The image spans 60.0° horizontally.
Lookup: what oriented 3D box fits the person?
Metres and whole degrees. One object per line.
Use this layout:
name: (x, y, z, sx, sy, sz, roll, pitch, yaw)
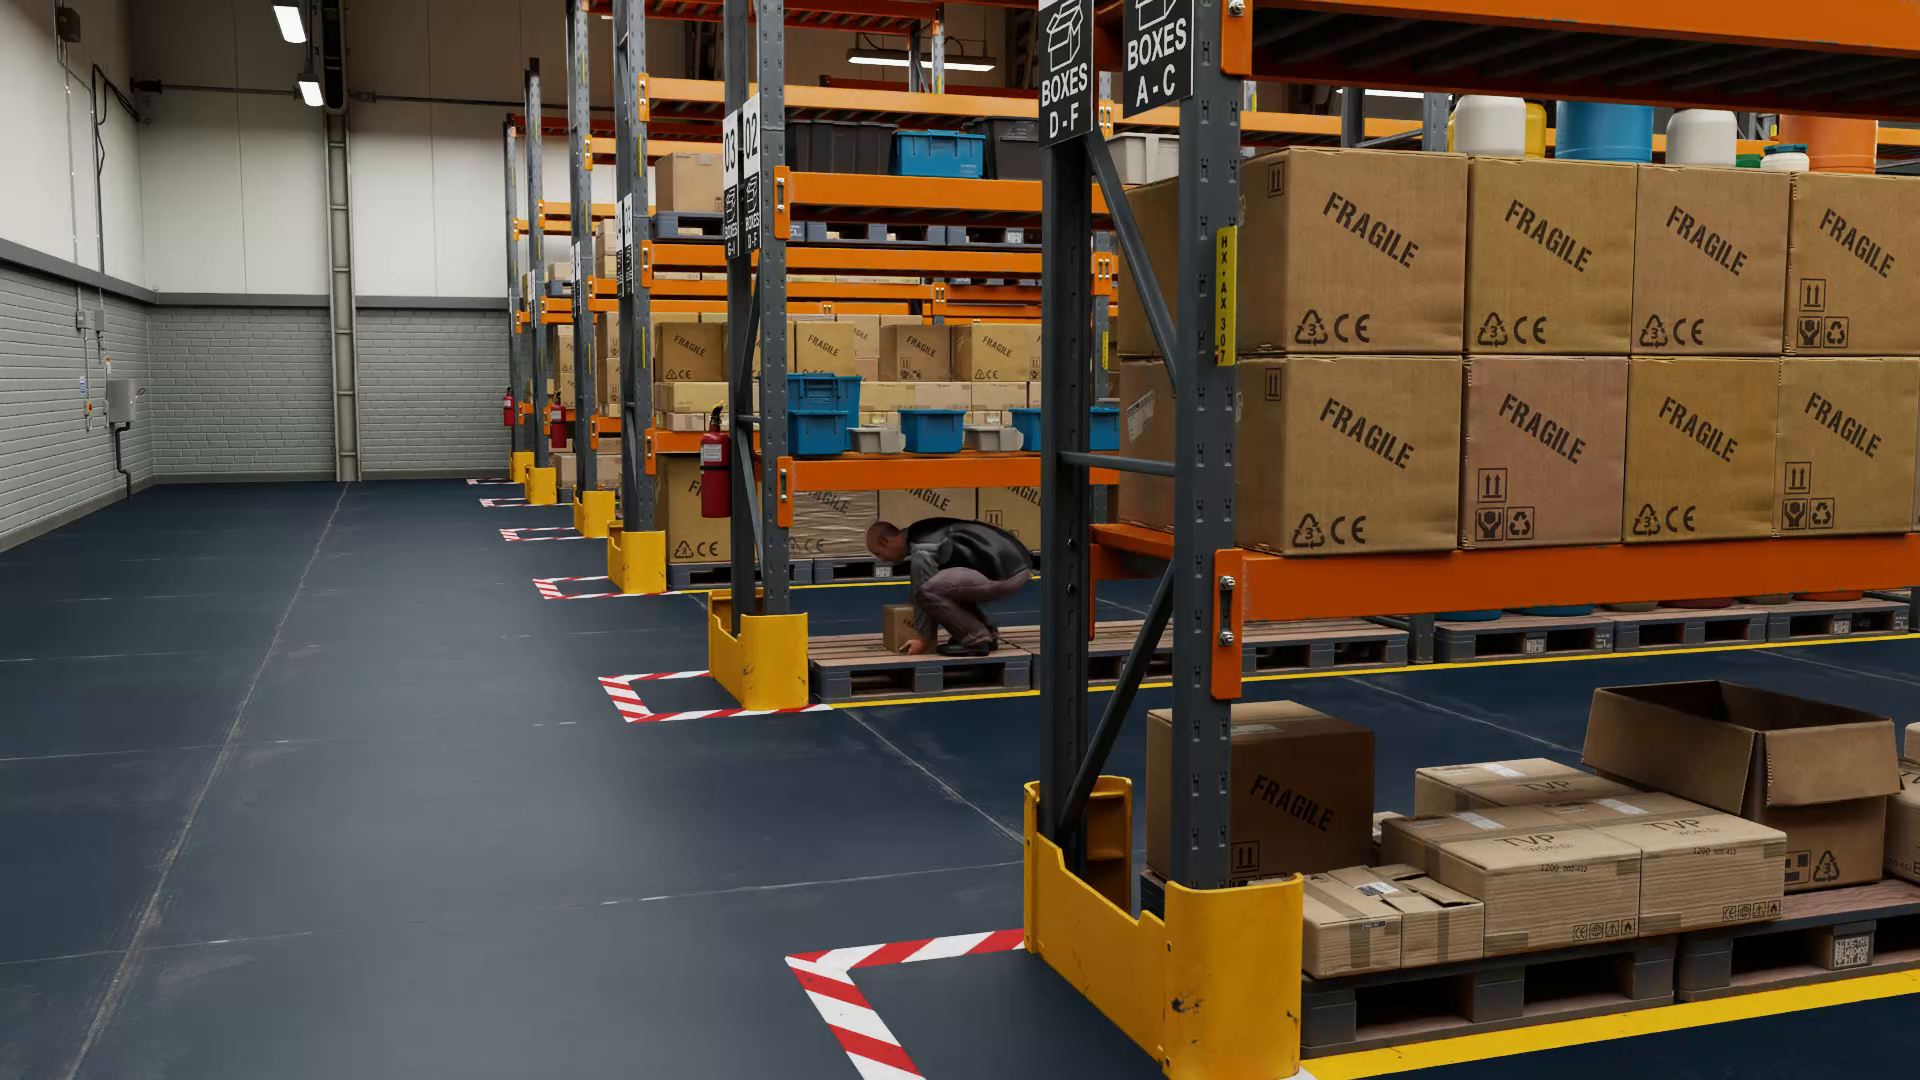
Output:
person: (-0.063, 0.277, 9.312, 0.926, 0.814, 0.502, 1, 6, 12)
